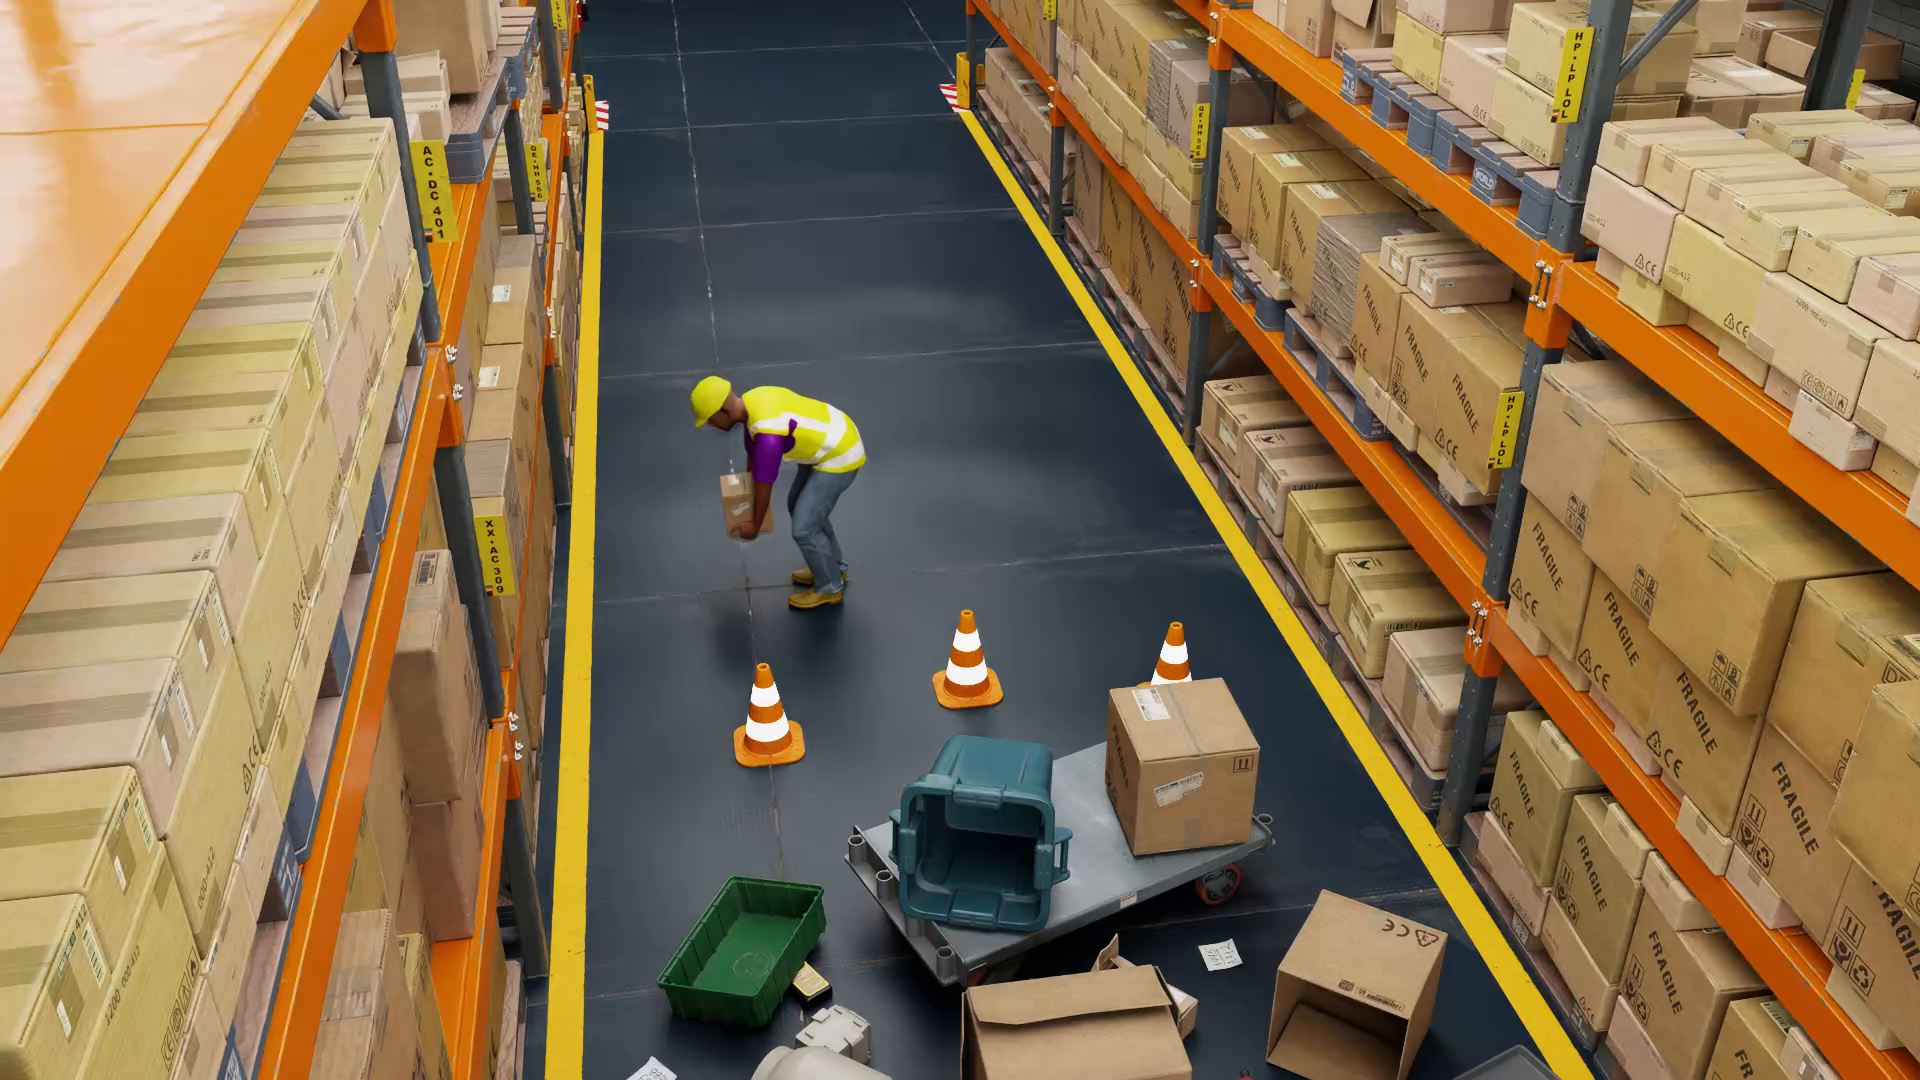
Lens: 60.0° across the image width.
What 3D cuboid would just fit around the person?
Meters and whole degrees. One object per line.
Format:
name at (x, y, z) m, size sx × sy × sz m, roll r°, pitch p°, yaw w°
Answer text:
person at (-0.954, -0.277, 8.959) m, size 0.897 × 1.376 × 0.490 m, roll -6°, pitch 31°, yaw -10°
